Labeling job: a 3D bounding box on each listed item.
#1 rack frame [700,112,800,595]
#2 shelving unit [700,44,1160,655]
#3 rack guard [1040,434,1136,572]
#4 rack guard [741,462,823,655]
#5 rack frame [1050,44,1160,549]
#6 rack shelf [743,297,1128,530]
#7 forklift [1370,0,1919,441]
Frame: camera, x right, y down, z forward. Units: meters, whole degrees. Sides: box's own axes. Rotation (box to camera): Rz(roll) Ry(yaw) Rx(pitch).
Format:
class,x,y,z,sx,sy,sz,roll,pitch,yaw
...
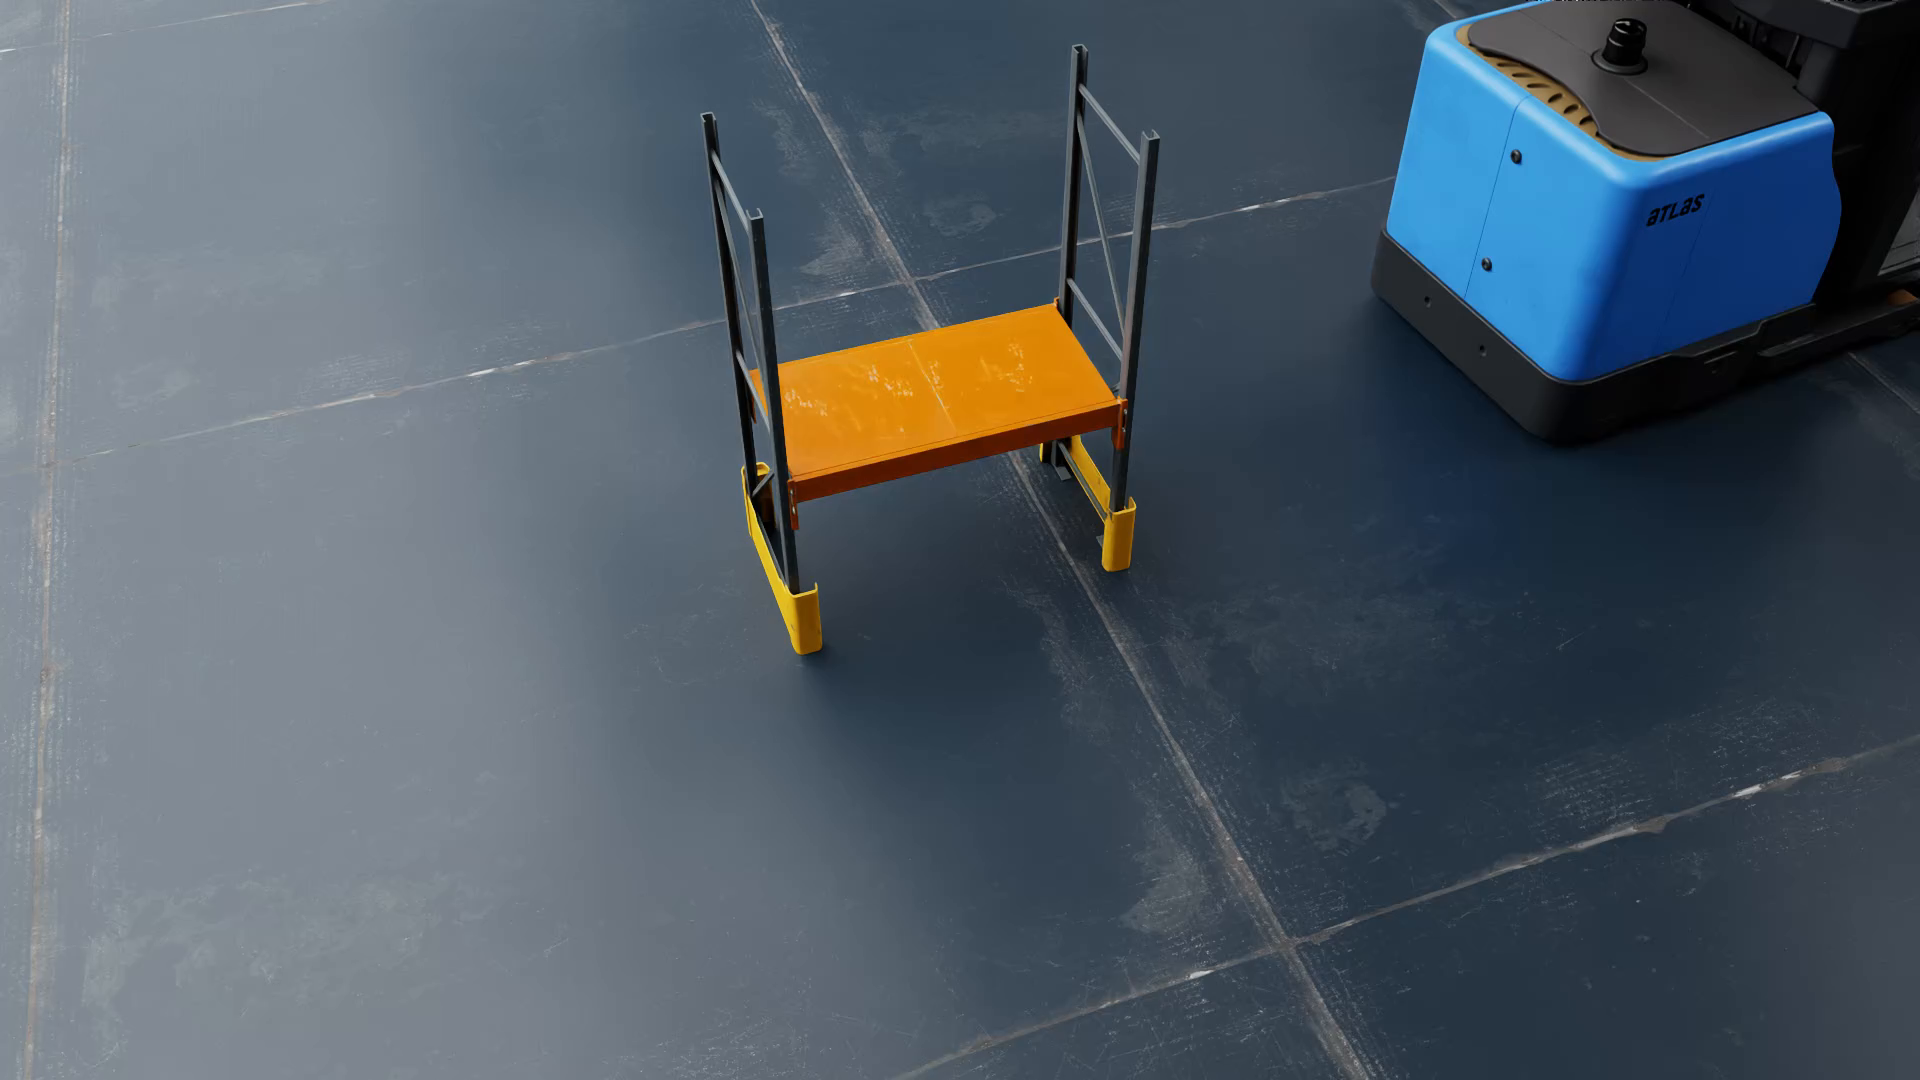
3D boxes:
class,x,y,z,sx,sy,sz,roll,pitch,yaw
rack frame,-0.558,-0.387,4.576,0.032,1.500,0.500,-14,47,-14
shelving unit,-0.072,-0.511,4.701,1.083,1.500,0.587,-14,47,-14
rack guard,0.397,-0.190,5.263,0.087,0.250,0.587,-14,47,-14
rack guard,-0.540,0.050,5.024,0.087,0.250,0.587,-14,47,-14
rack frame,0.398,-0.631,4.820,0.032,1.500,0.500,-14,47,-14
rack shelf,-0.080,-0.382,4.826,1.000,0.185,0.538,-14,47,-14
forklift,3.057,-2.084,5.258,3.031,2.935,1.130,-19,48,-18
